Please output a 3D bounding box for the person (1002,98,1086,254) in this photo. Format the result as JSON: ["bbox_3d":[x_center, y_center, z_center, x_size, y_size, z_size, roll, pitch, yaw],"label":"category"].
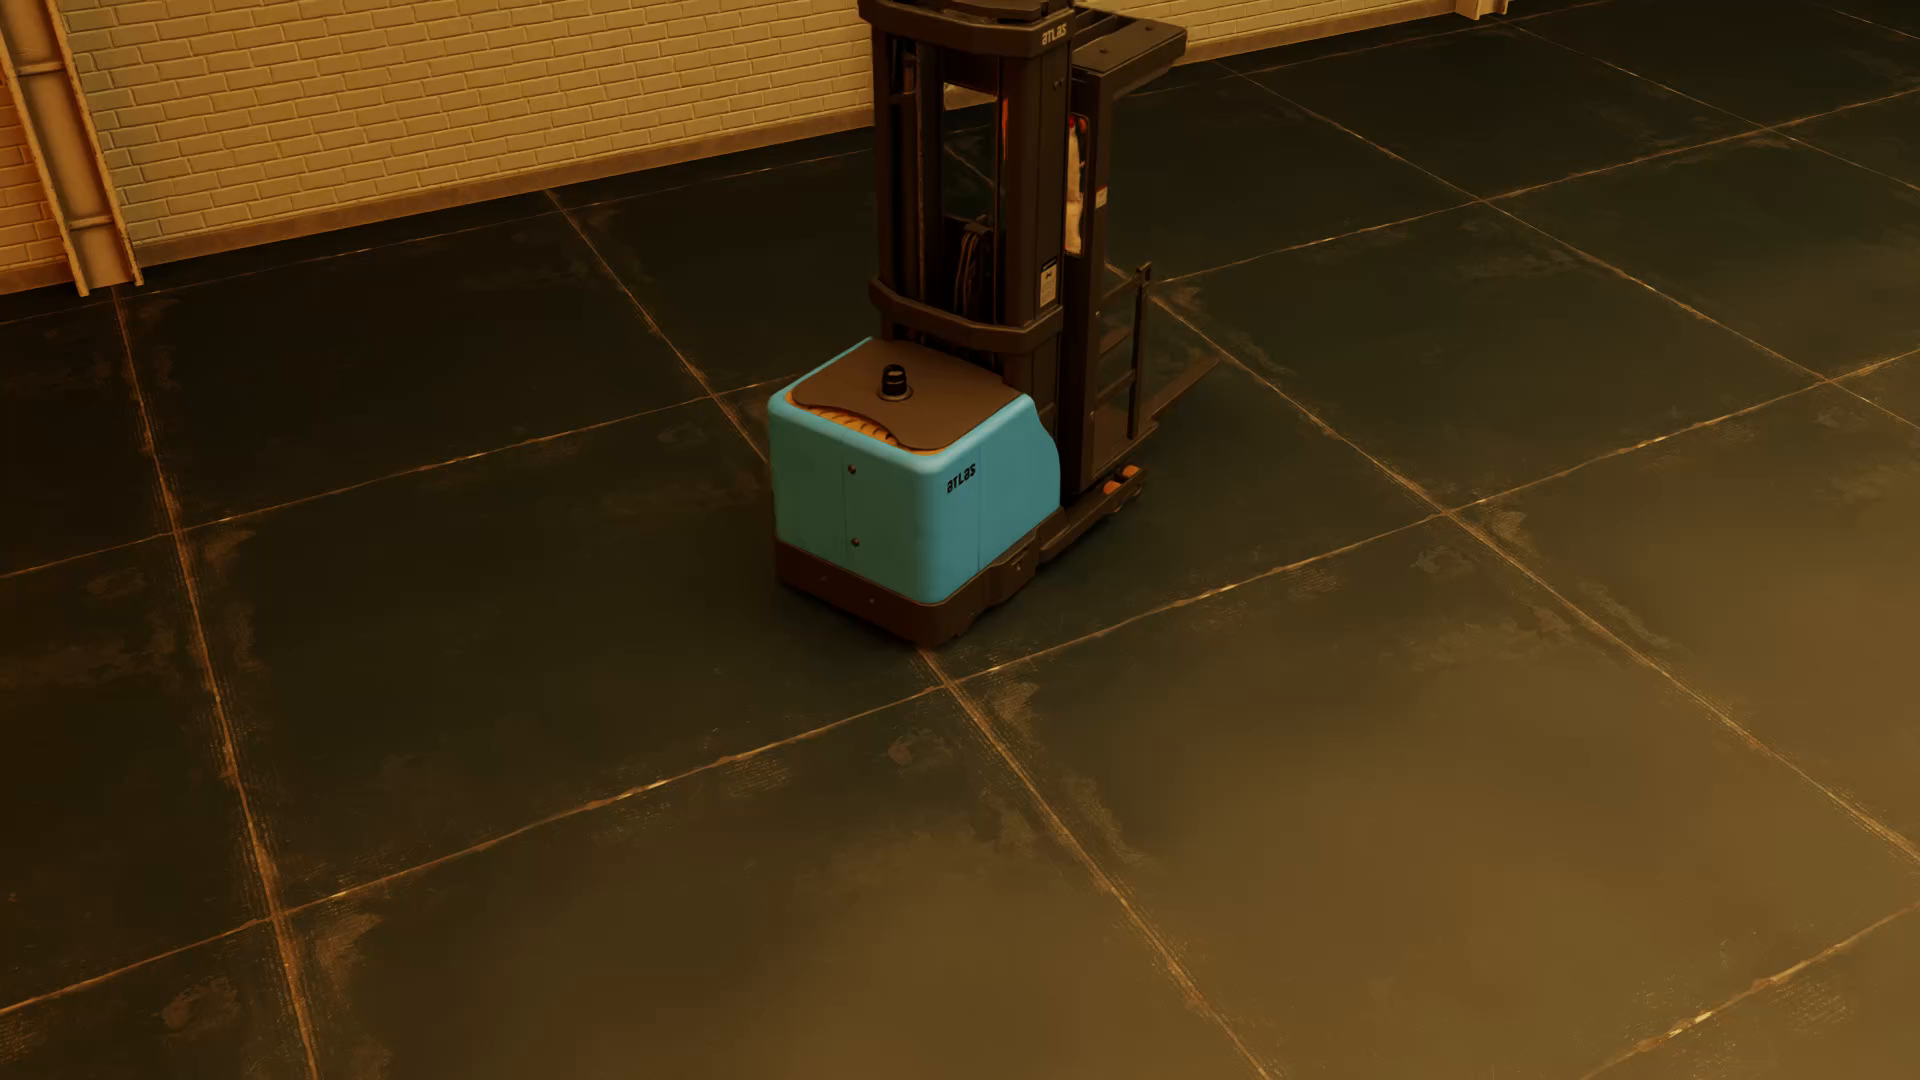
[{"bbox_3d":[0.567,-2.563,10.792,0.593,1.725,0.398,5,36,7],"label":"person"}]

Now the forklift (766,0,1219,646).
[{"bbox_3d":[0.359,-1.496,8.239,1.130,2.935,3.031,23,41,29],"label":"forklift"}]
